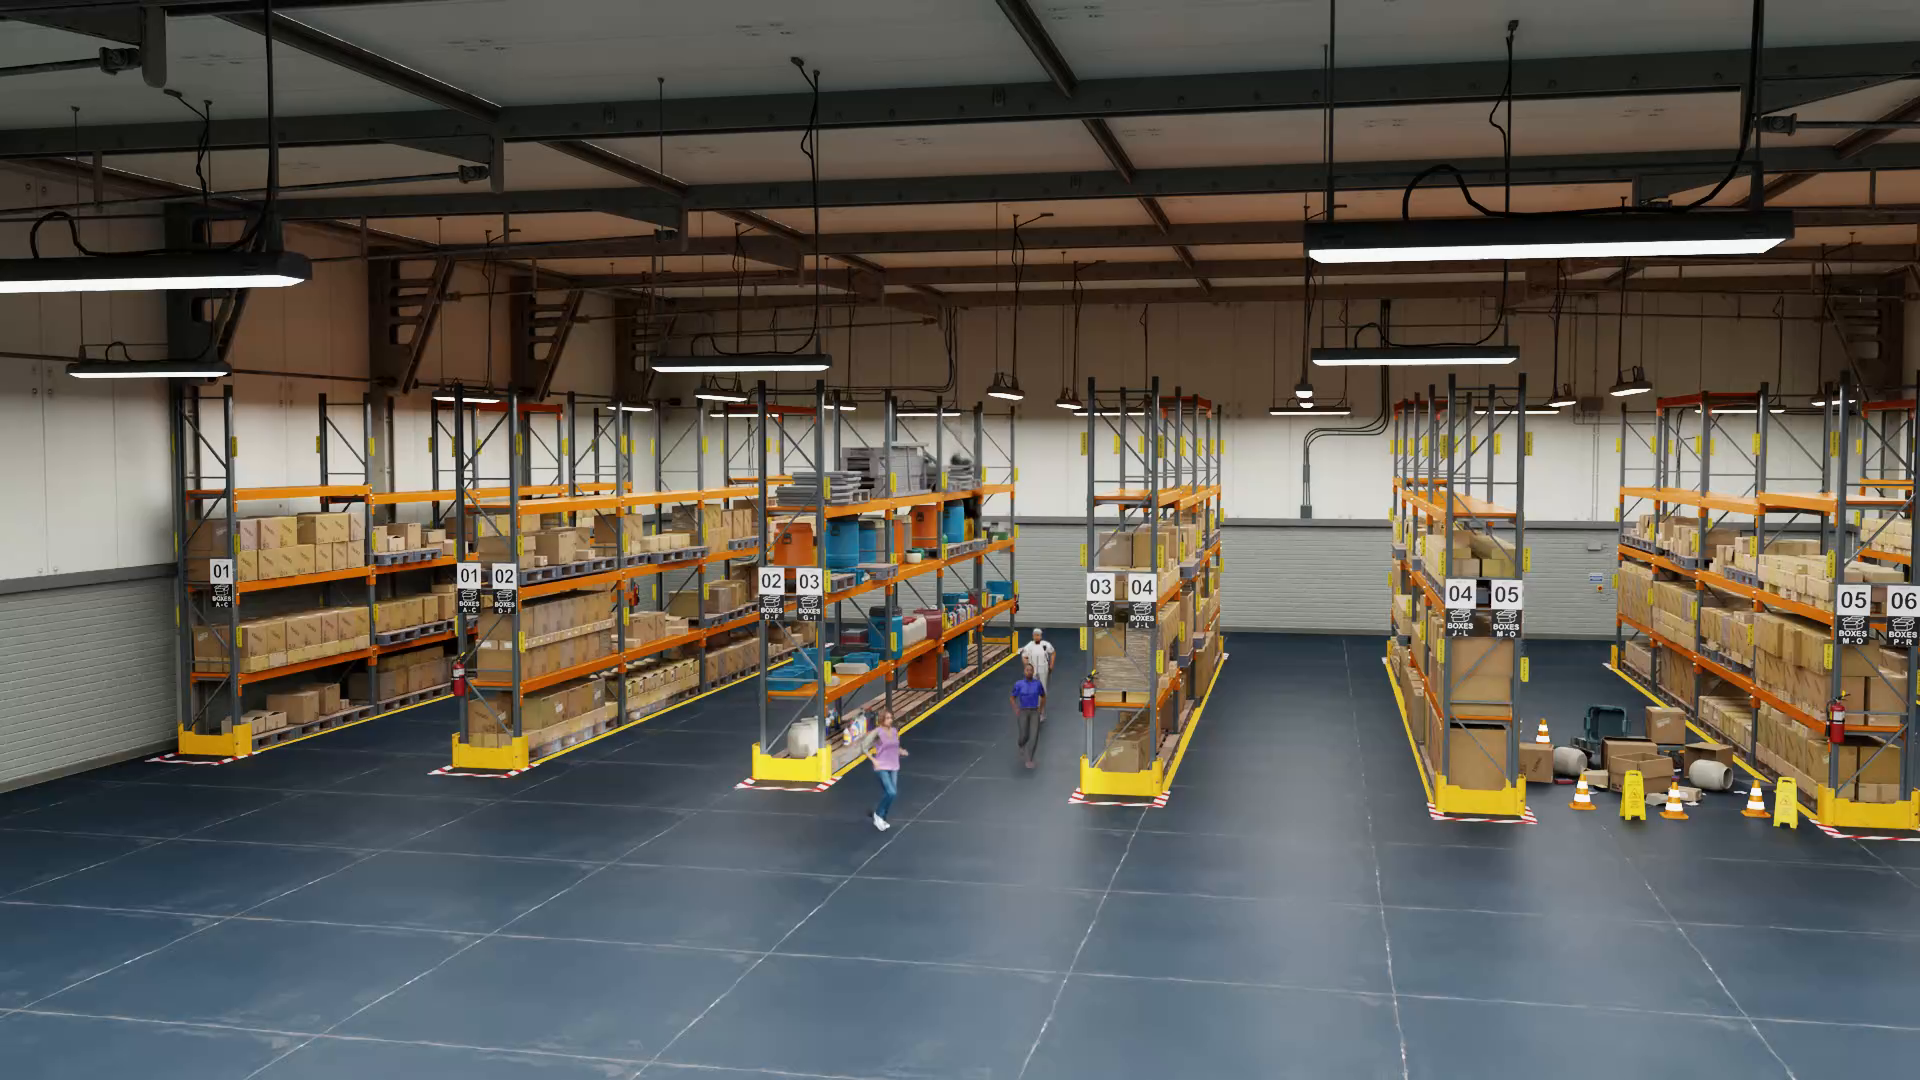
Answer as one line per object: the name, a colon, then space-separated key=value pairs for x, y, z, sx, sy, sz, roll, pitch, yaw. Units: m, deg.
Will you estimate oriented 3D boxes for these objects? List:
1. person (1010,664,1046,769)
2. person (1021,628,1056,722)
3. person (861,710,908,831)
person: x=1.078 y=2.743 z=26.095 sx=0.575 sy=1.618 sz=0.611 roll=0 pitch=3 yaw=-7
person: x=1.435 y=2.478 z=30.573 sx=0.604 sy=1.717 sz=0.718 roll=1 pitch=3 yaw=9
person: x=-0.939 y=2.995 z=21.594 sx=0.522 sy=1.569 sz=0.592 roll=-3 pitch=4 yaw=-44
